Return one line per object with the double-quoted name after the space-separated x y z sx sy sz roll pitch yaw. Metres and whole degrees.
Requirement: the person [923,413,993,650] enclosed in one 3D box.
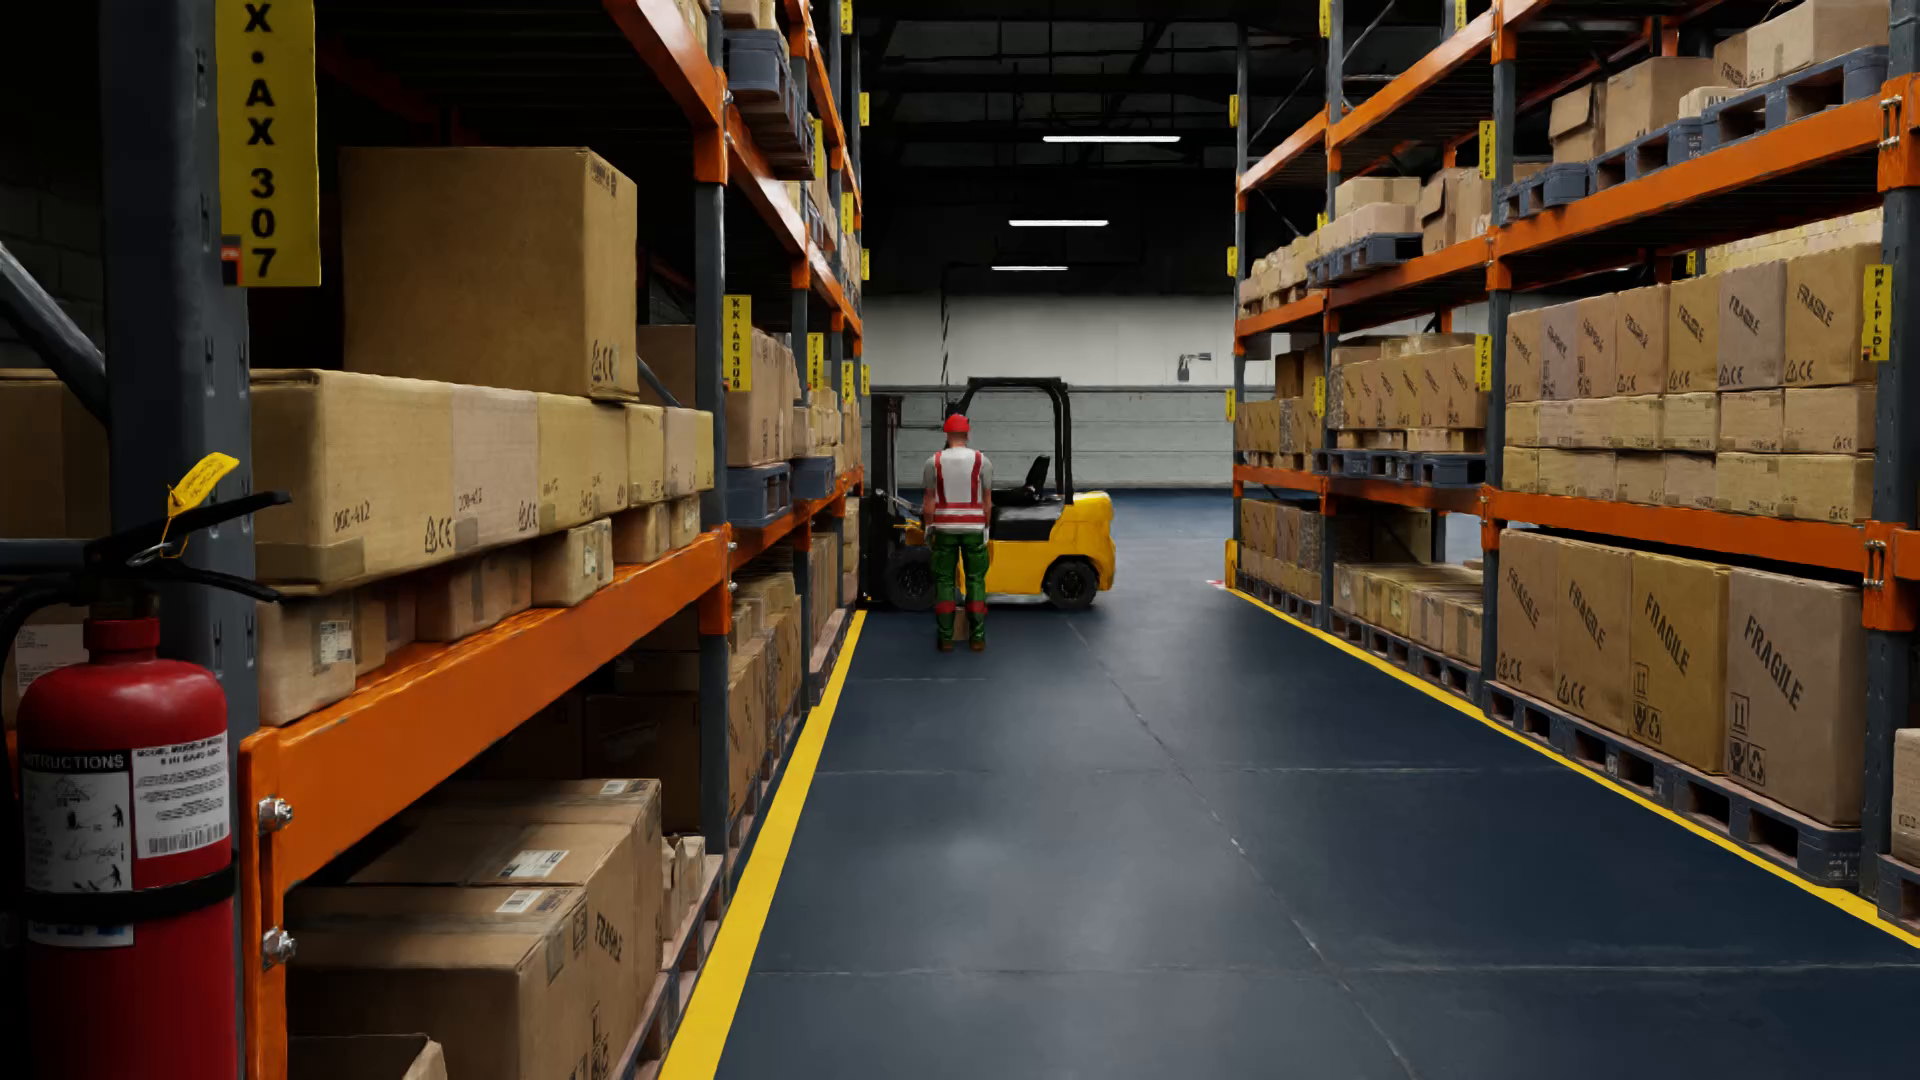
-0.016 -0.067 12.576 0.527 1.779 0.347 0 4 0 "person"
